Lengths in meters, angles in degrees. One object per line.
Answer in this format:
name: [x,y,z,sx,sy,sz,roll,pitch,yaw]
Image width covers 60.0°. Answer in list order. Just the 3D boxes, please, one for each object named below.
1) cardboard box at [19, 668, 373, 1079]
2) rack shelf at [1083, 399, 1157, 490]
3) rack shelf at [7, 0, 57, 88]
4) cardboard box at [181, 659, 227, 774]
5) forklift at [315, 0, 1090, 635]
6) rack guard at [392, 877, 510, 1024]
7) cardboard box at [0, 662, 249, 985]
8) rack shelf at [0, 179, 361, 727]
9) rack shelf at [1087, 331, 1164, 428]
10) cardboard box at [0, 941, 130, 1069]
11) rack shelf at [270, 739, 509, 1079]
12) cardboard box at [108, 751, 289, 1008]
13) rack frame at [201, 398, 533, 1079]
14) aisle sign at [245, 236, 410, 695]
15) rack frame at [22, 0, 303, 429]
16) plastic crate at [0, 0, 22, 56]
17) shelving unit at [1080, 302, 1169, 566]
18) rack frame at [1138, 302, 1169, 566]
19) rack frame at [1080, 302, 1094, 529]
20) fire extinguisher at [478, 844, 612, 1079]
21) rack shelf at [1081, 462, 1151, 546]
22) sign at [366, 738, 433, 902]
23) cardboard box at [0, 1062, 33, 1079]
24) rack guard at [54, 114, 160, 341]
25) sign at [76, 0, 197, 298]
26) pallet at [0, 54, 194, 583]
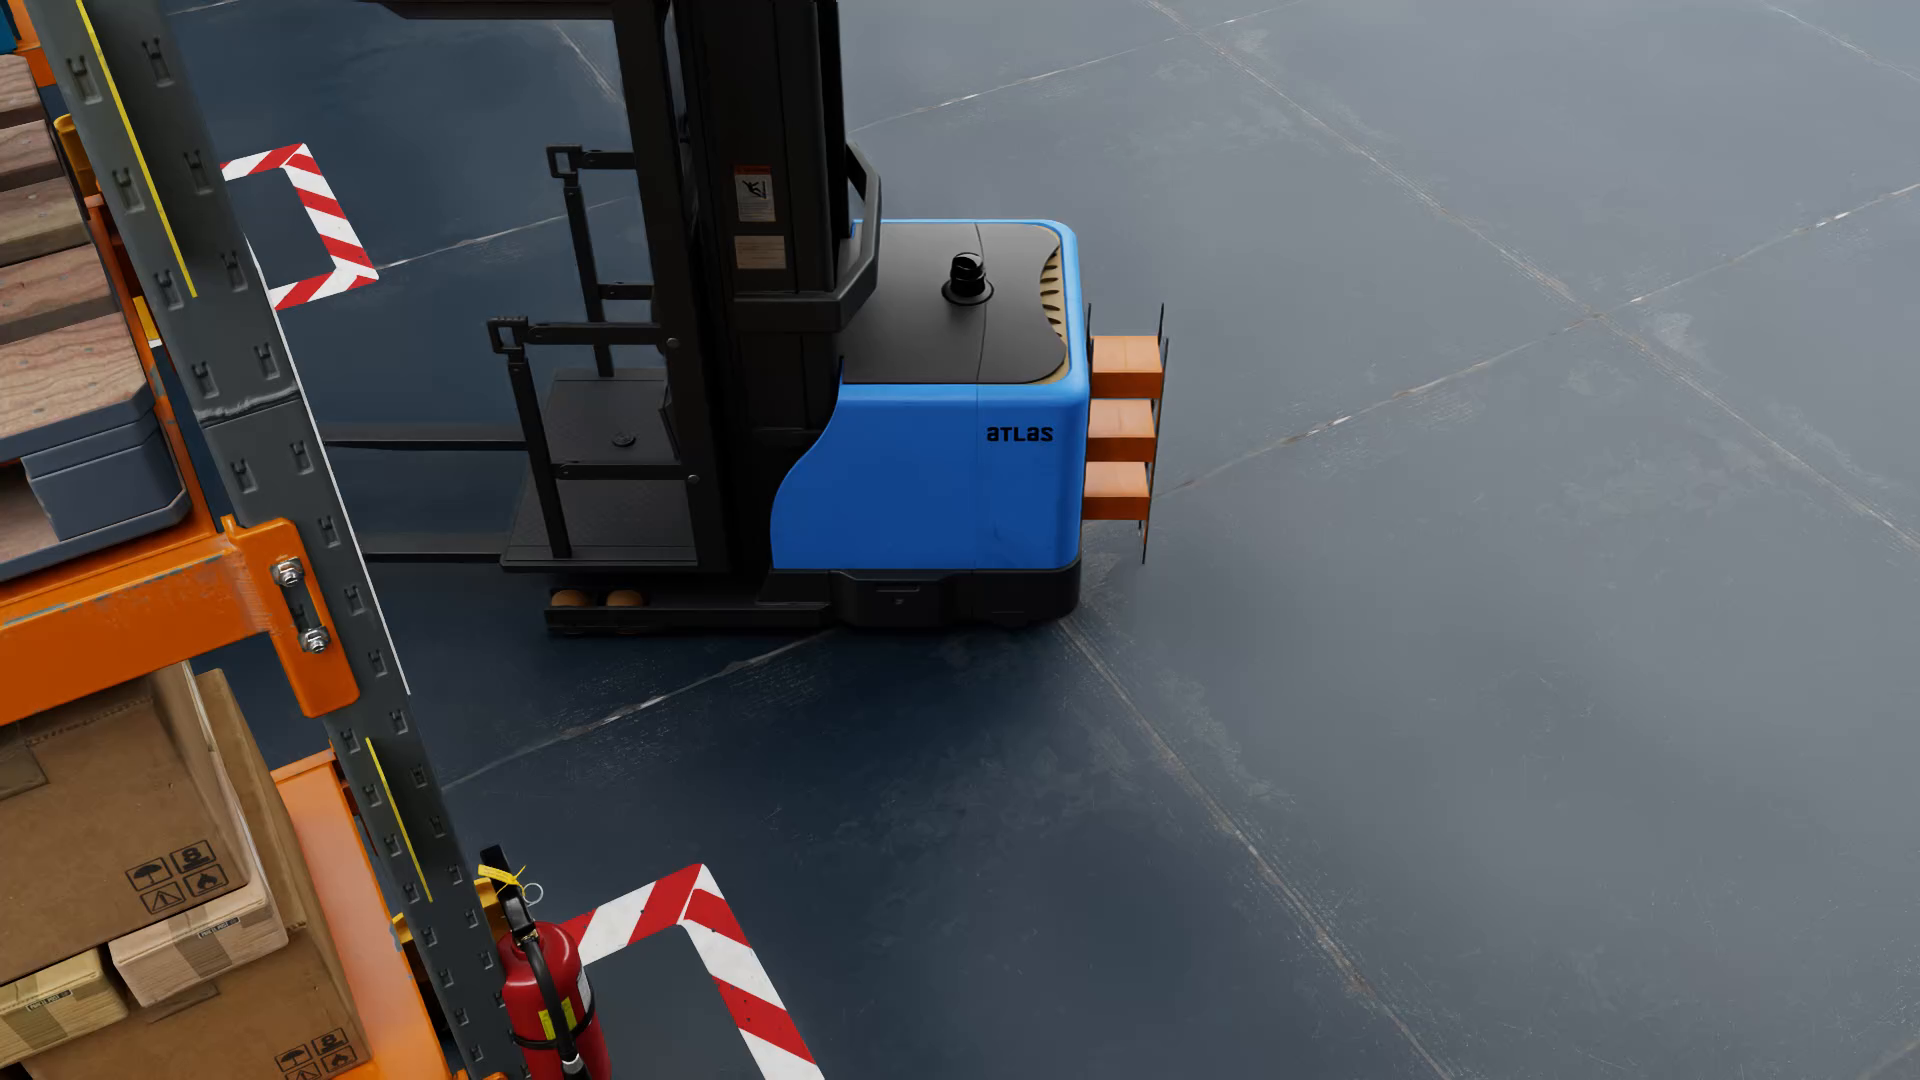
cardboard box: [-1.557,0.733,3.270,0.500,0.500,0.700,-22,48,-21]
rack shelf: [0.556,-0.342,5.864,0.240,0.259,0.215,0,44,0]
rack shelf: [-5.344,-1.426,6.082,4.000,0.370,1.077,-22,48,-21]
cardboard box: [-1.593,0.352,3.196,0.250,0.149,0.380,-22,48,-21]
forklift: [-1.091,-1.086,5.264,3.031,2.935,1.130,0,44,0]
rack guard: [-1.125,1.503,4.342,0.348,0.500,1.175,-22,48,-21]
cardboard box: [-1.603,0.285,2.799,0.500,0.500,0.700,-22,48,-21]
rack shelf: [-2.880,0.490,1.954,4.000,0.370,1.077,-22,48,-21]
rack shelf: [0.556,-0.546,5.666,0.240,0.259,0.215,0,44,0]
cardboard box: [-1.609,0.685,2.853,0.250,0.149,0.380,-21,48,-20]
rack shelf: [-2.880,1.566,2.999,4.000,0.370,1.077,-22,48,-21]
cardboard box: [-1.382,0.593,2.947,0.250,0.149,0.380,-23,49,-22]
rack frame: [-1.146,0.614,3.463,0.127,3.000,1.000,-22,48,-21]
aisle sign: [-0.943,-0.164,2.399,0.004,0.787,0.394,-22,48,-21]
rack frame: [-1.146,-1.539,1.374,0.127,3.000,1.000,-22,48,-21]
plastic crate: [-3.895,-1.971,6.233,0.616,0.251,0.499,-22,48,-21]
shelving unit: [0.556,-0.350,5.856,0.252,1.050,0.215,0,44,0]
rack frame: [0.678,-0.350,5.856,0.008,1.050,0.200,0,44,0]
rack frame: [0.434,-0.350,5.857,0.008,1.050,0.200,0,44,0]
fire extinguisher: [-0.812,0.881,3.244,0.183,0.674,0.296,-22,48,-21]
rack shelf: [0.556,-0.143,6.057,0.240,0.259,0.215,0,44,0]
sign: [-0.888,0.446,2.635,0.005,0.325,0.100,-22,48,-21]
cardboard box: [-2.010,0.918,3.079,0.500,0.500,0.700,-21,48,-20]
rack guard: [-3.653,-1.426,7.361,0.348,0.500,1.175,-22,48,-21]
sign: [-0.888,-0.419,1.795,0.005,0.325,0.100,-22,48,-21]
pallet: [-1.772,-0.201,2.213,1.213,0.211,1.003,-22,48,-21]
